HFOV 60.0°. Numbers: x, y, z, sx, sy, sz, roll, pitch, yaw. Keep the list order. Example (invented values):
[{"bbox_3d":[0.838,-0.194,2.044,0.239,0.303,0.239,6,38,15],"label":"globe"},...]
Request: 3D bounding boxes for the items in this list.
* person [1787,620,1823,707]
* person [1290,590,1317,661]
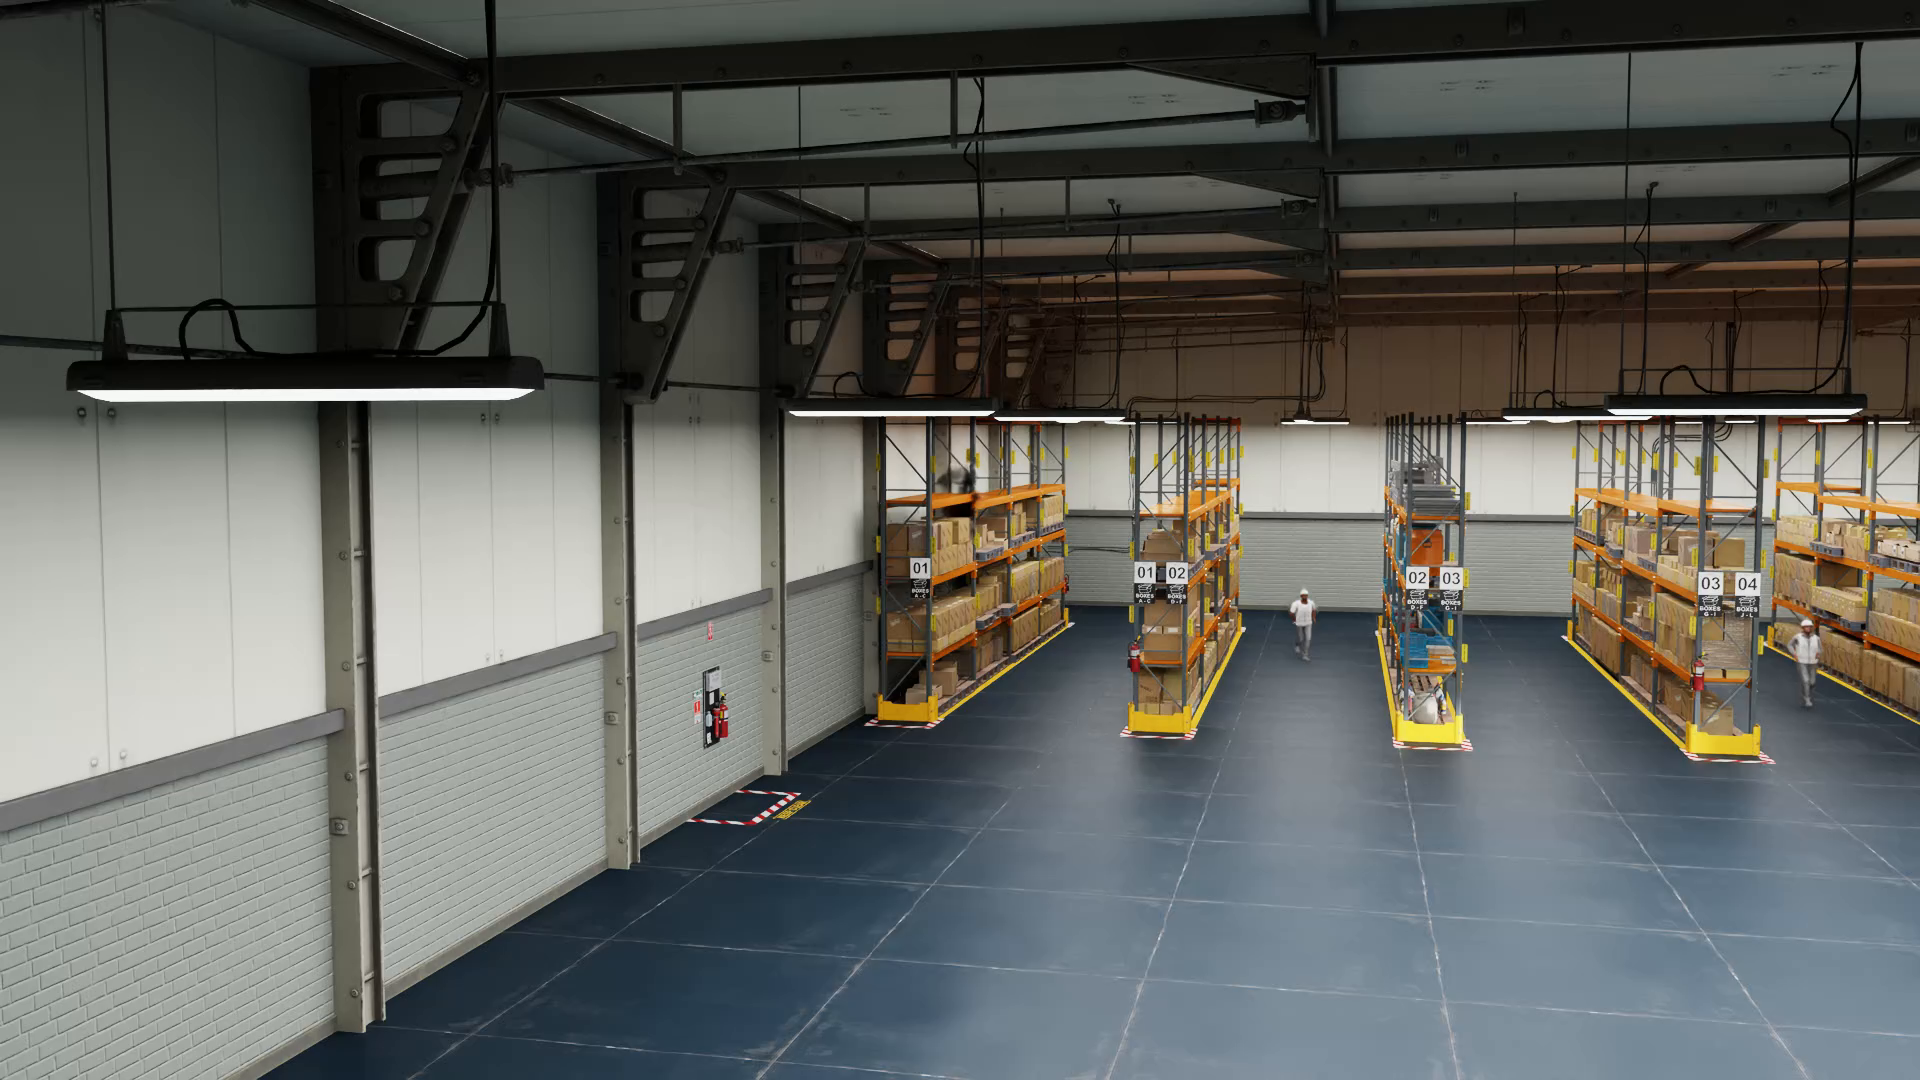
[{"bbox_3d":[17.429,2.521,34.270,0.671,1.757,0.796,1,4,10],"label":"person"},{"bbox_3d":[8.490,2.077,41.130,0.688,1.733,0.829,0,4,-2],"label":"person"}]
